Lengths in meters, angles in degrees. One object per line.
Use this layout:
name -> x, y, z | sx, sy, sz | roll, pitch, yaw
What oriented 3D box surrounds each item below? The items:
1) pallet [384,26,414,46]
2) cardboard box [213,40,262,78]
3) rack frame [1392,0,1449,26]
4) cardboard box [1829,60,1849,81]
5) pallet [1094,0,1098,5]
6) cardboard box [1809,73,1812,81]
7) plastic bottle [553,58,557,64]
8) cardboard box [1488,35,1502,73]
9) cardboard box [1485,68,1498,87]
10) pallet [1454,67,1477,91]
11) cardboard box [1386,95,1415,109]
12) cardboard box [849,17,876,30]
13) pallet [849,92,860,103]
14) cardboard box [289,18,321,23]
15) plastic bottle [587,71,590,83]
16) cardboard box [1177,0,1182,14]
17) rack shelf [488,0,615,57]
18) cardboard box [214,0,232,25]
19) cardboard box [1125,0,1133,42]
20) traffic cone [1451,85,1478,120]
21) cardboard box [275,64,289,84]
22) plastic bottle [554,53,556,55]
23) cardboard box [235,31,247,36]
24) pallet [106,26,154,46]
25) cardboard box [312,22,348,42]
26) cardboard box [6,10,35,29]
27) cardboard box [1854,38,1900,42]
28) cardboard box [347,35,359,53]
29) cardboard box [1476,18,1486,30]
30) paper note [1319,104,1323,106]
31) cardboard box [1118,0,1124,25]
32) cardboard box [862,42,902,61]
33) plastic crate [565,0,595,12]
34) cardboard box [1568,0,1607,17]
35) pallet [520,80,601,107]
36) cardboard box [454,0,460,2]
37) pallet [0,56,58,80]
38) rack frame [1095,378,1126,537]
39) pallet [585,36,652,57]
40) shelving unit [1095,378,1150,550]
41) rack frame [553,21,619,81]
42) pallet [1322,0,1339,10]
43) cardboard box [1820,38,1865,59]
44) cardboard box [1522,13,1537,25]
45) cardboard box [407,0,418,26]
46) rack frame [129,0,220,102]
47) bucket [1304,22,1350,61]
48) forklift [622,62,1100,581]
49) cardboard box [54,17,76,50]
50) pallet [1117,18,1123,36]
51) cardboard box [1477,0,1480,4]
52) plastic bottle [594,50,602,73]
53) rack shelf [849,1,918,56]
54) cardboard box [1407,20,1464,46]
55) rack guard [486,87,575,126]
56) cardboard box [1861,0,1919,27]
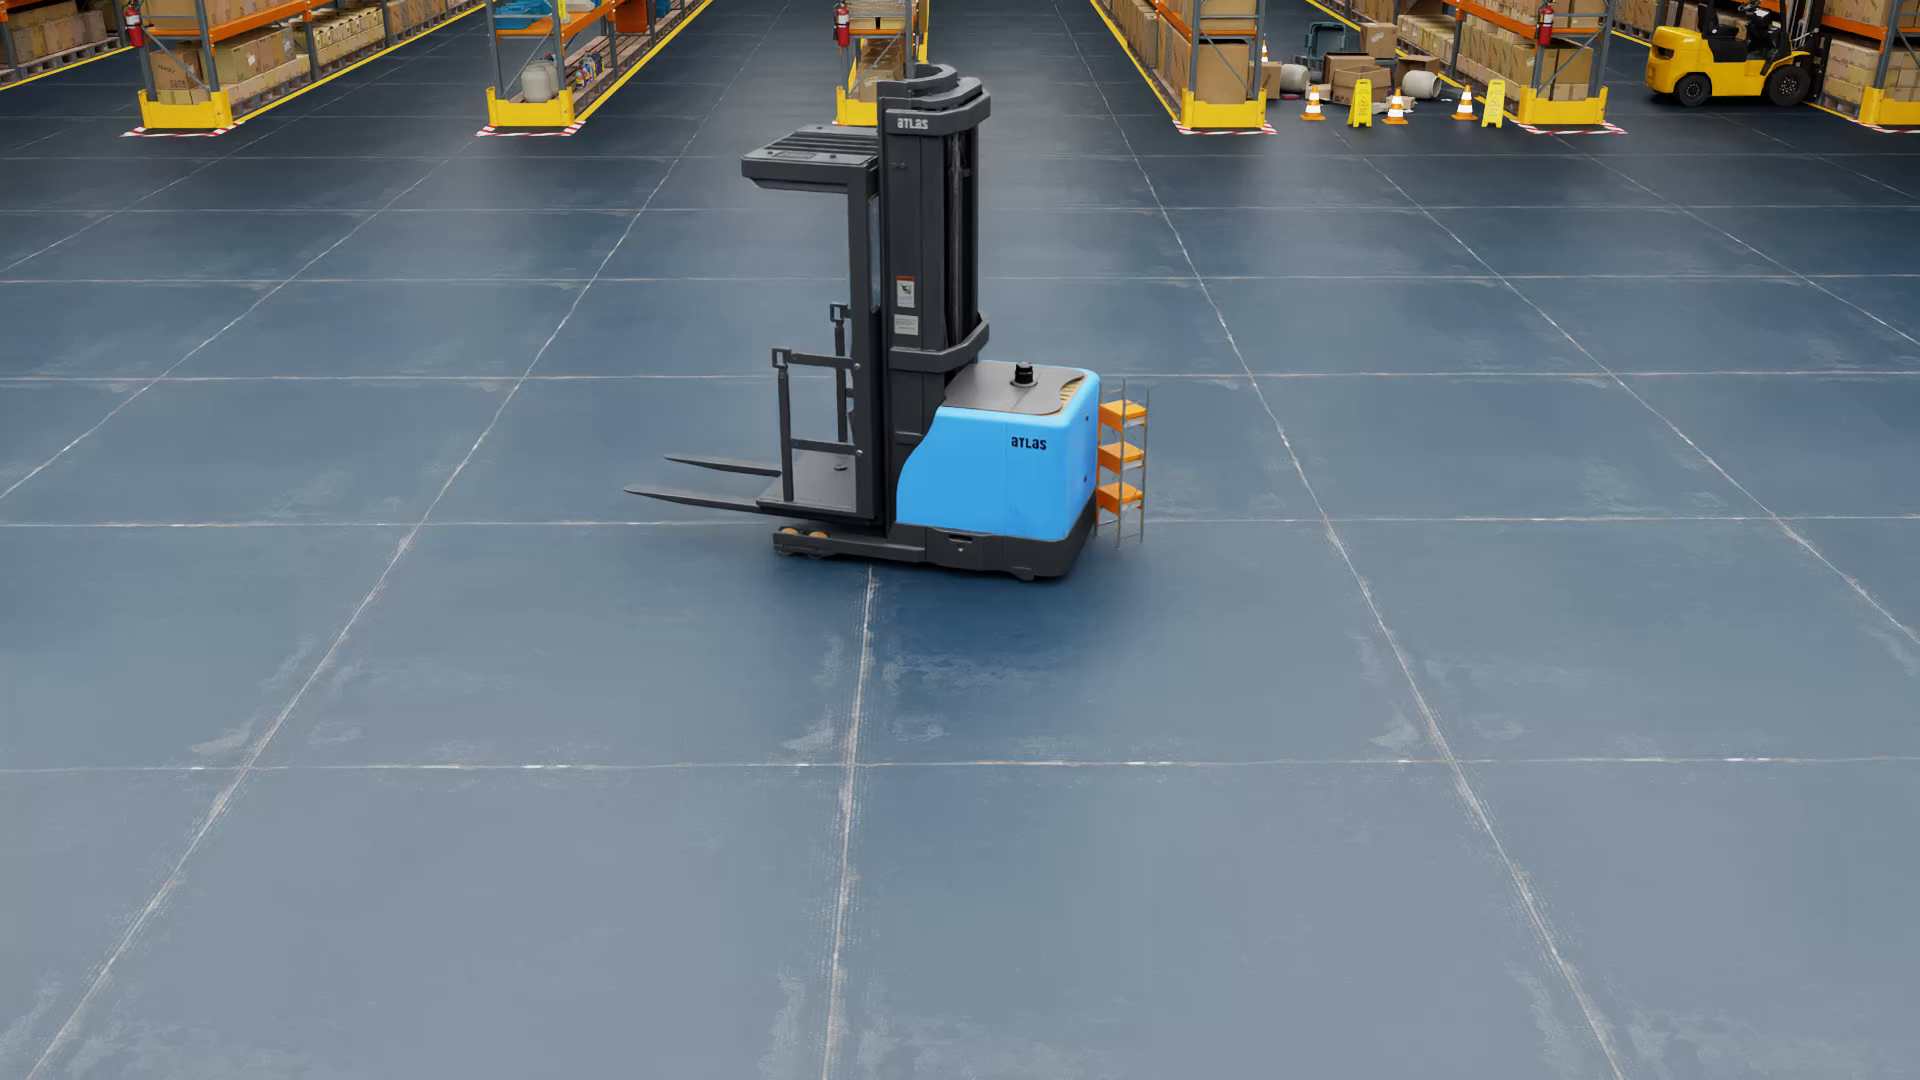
pallet -> -11.144, -9.666, 31.867 | 1.003, 0.211, 1.213 | 0, 24, -1
cardboard box -> -10.896, -7.247, 25.050 | 0.500, 0.500, 0.500 | 0, 24, -1
rack frame -> 8.641, -10.717, 30.805 | 1.000, 3.000, 0.127 | 0, 24, -1
cardboard box -> 13.379, -7.016, 24.843 | 0.500, 0.250, 0.500 | 0, 24, -1
pallet -> 3.580, -12.312, 37.717 | 1.003, 0.211, 1.213 | 0, 24, -1
cardboard box -> 13.350, -7.200, 25.856 | 0.500, 0.250, 0.500 | 1, 24, 1
plastic bottle -> -6.461, -7.565, 26.614 | 0.097, 0.271, 0.097 | 0, 24, 0
cardboard box -> 8.451, -7.452, 25.504 | 0.500, 0.500, 0.500 | -1, 24, -2
cardboard box -> 8.442, -7.120, 25.679 | 0.500, 0.250, 0.500 | -1, 24, -2
pallet -> 8.727, -7.521, 27.124 | 1.003, 0.211, 1.213 | 0, 24, -1
cardboard box -> 6.694, -6.652, 25.277 | 0.380, 0.149, 0.250 | 13, 27, 27
cardboard box -> -1.391, -7.378, 23.727 | 0.380, 0.149, 0.250 | 0, 24, -1
pallet -> -1.155, -6.471, 24.802 | 1.003, 0.211, 1.213 | 0, 24, -1
cardboard box -> -11.438, -8.968, 29.084 | 0.500, 0.311, 0.500 | -1, 24, -1
plastic bottle -> -5.848, -7.251, 26.003 | 0.097, 0.201, 0.097 | 0, 24, 0
cardboard box -> 3.775, -8.253, 25.176 | 0.875, 0.550, 0.500 | 0, 24, -1
rack shelf -> -6.156, -7.850, 25.339 | 1.077, 0.370, 4.000 | 0, 24, -1
cardboard box -> -11.090, -7.787, 24.206 | 0.700, 0.500, 0.500 | 0, 24, 1
cardboard box -> 3.609, -9.568, 30.485 | 1.050, 0.750, 0.750 | -1, 24, -1
traffic cone -> 7.434, -6.436, 24.418 | 0.336, 0.463, 0.334 | 0, 24, -1
cardboard box -> -10.891, -7.317, 26.116 | 0.500, 0.250, 0.500 | 0, 24, -1
plastic bottle -> -6.612, -7.826, 27.190 | 0.097, 0.271, 0.097 | 0, 24, 0
cardboard box -> -11.427, -7.656, 25.956 | 0.500, 0.500, 0.500 | 0, 24, -1
pallet -> -16.061, -9.660, 31.852 | 1.003, 0.211, 1.213 | 0, 24, -1
cardboard box -> -10.893, -8.766, 28.638 | 0.500, 0.311, 0.500 | -1, 24, -2
cardboard box -> -16.117, -8.845, 28.256 | 0.500, 0.250, 0.500 | -1, 24, -2
cardboard box -> 13.872, -7.449, 25.194 | 0.500, 0.250, 0.500 | 0, 24, -1
cardboard box -> -10.904, -8.720, 29.218 | 0.500, 0.250, 0.500 | 0, 24, 0
cardboard box -> 8.370, -8.136, 26.230 | 0.380, 0.149, 0.250 | 1, 24, 1
paper note -> 5.461, -6.639, 25.395 | 0.144, 0.017, 0.142 | 8, 26, 18
cardboard box -> 3.400, -10.407, 32.644 | 0.500, 0.500, 0.500 | -1, 24, -3
cardboard box -> -1.246, -7.675, 26.604 | 0.500, 0.500, 0.500 | 8, 25, 16
plastic crate -> -5.906, -8.213, 25.590 | 0.530, 0.136, 0.437 | 0, 24, -1
cardboard box -> 9.001, -7.798, 23.869 | 0.500, 0.500, 0.500 | -1, 24, -1
pallet -> -6.195, -6.950, 25.861 | 1.003, 0.211, 1.213 | 0, 24, -1
cardboard box -> -11.025, -11.717, 35.922 | 0.380, 0.166, 0.250 | 0, 24, -1
pallet -> -16.094, -8.007, 28.198 | 1.003, 0.211, 1.213 | 0, 24, -1
rack frame -> 0.958, -0.520, 10.623 | 0.200, 1.050, 0.008 | -15, 28, -29
pallet -> -6.251, -9.060, 30.526 | 1.003, 0.211, 1.213 | 0, 24, -1
shelving unit -> 1.023, -0.477, 10.528 | 0.215, 1.050, 0.252 | -15, 28, -29
rack frame -> -6.177, -9.002, 27.013 | 1.000, 3.000, 0.127 | 0, 24, -1
pallet -> 8.651, -11.912, 36.832 | 1.003, 0.211, 1.213 | 0, 24, -1
cardboard box -> 13.348, -7.445, 25.184 | 0.500, 0.250, 0.500 | 0, 24, 0
cardboard box -> 8.397, -7.563, 24.136 | 0.380, 0.149, 0.250 | -1, 24, -1
cardboard box -> -10.905, -10.302, 32.387 | 0.500, 0.500, 0.500 | -1, 24, -1
rack frame -> -11.087, -7.333, 23.323 | 1.000, 3.000, 0.127 | 0, 24, -1
bucket -> 6.043, -8.160, 27.280 | 0.726, 0.611, 0.620 | 8, 16, 18
forklift -> -0.679, -1.418, 10.330 | 3.031, 2.935, 1.130 | 7, 25, 15
cardboard box -> -16.144, -8.953, 29.405 | 0.700, 0.500, 0.500 | 0, 24, -1
pallet -> 3.675, -10.206, 33.059 | 1.003, 0.211, 1.213 | 0, 24, -1
cardboard box -> 8.455, -8.609, 26.451 | 0.380, 0.149, 0.250 | 0, 24, -1
plastic bottle -> -5.882, -7.731, 26.884 | 0.144, 0.351, 0.185 | -1, 24, -2
rack shelf -> -1.203, -7.872, 25.388 | 1.077, 0.370, 4.000 | 0, 24, -1
cardboard box -> 8.653, -9.174, 30.073 | 0.950, 0.372, 0.625 | -1, 24, -2
rack guard -> -6.182, -6.245, 23.952 | 1.175, 0.500, 0.348 | 0, 24, -1
cardboard box -> 13.424, -7.691, 23.994 | 0.500, 0.500, 0.500 | -1, 24, -2
